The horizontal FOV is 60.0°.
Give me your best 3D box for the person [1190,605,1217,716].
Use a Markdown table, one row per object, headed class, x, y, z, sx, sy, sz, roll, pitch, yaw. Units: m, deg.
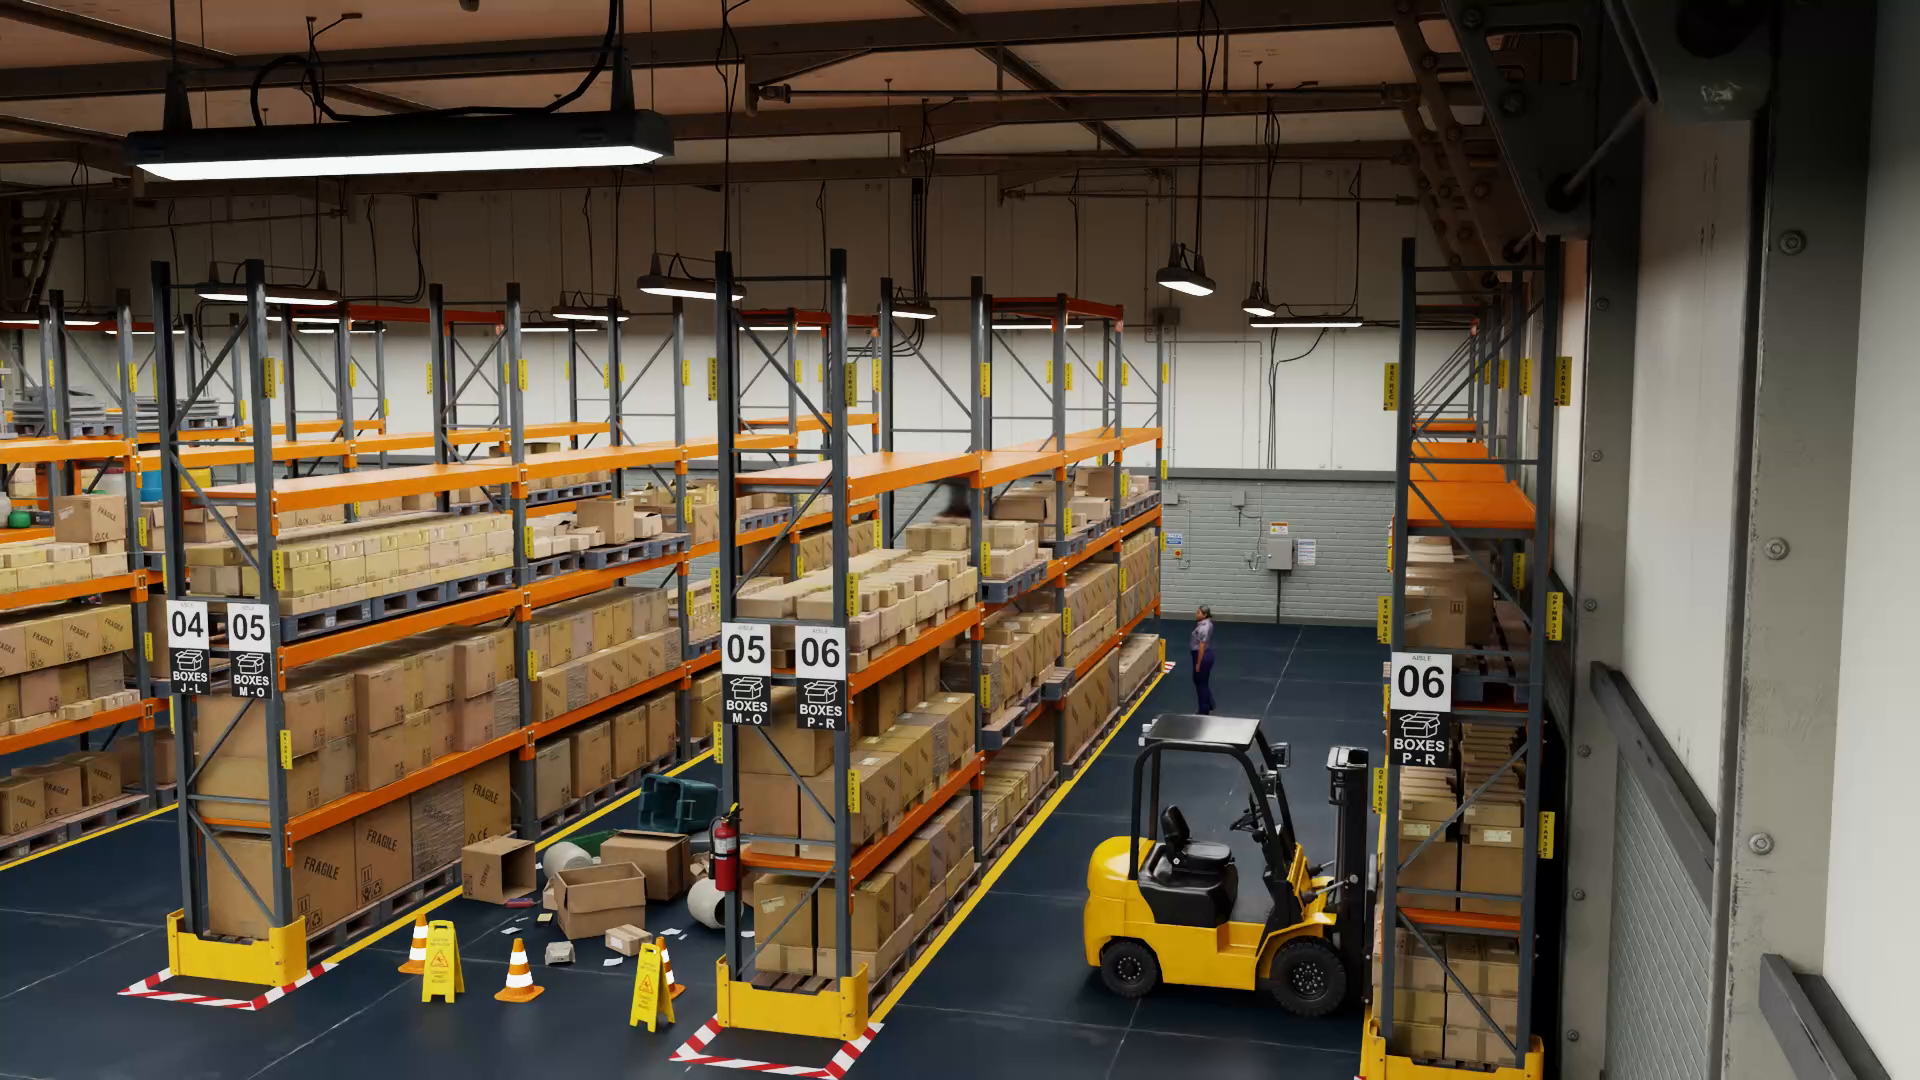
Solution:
| class | x | y | z | sx | sy | sz | roll | pitch | yaw |
| --- | --- | --- | --- | --- | --- | --- | --- | --- | --- |
| person | 3.565 | 1.776 | 24.352 | 0.384 | 1.637 | 0.548 | 2 | 6 | 19 |
